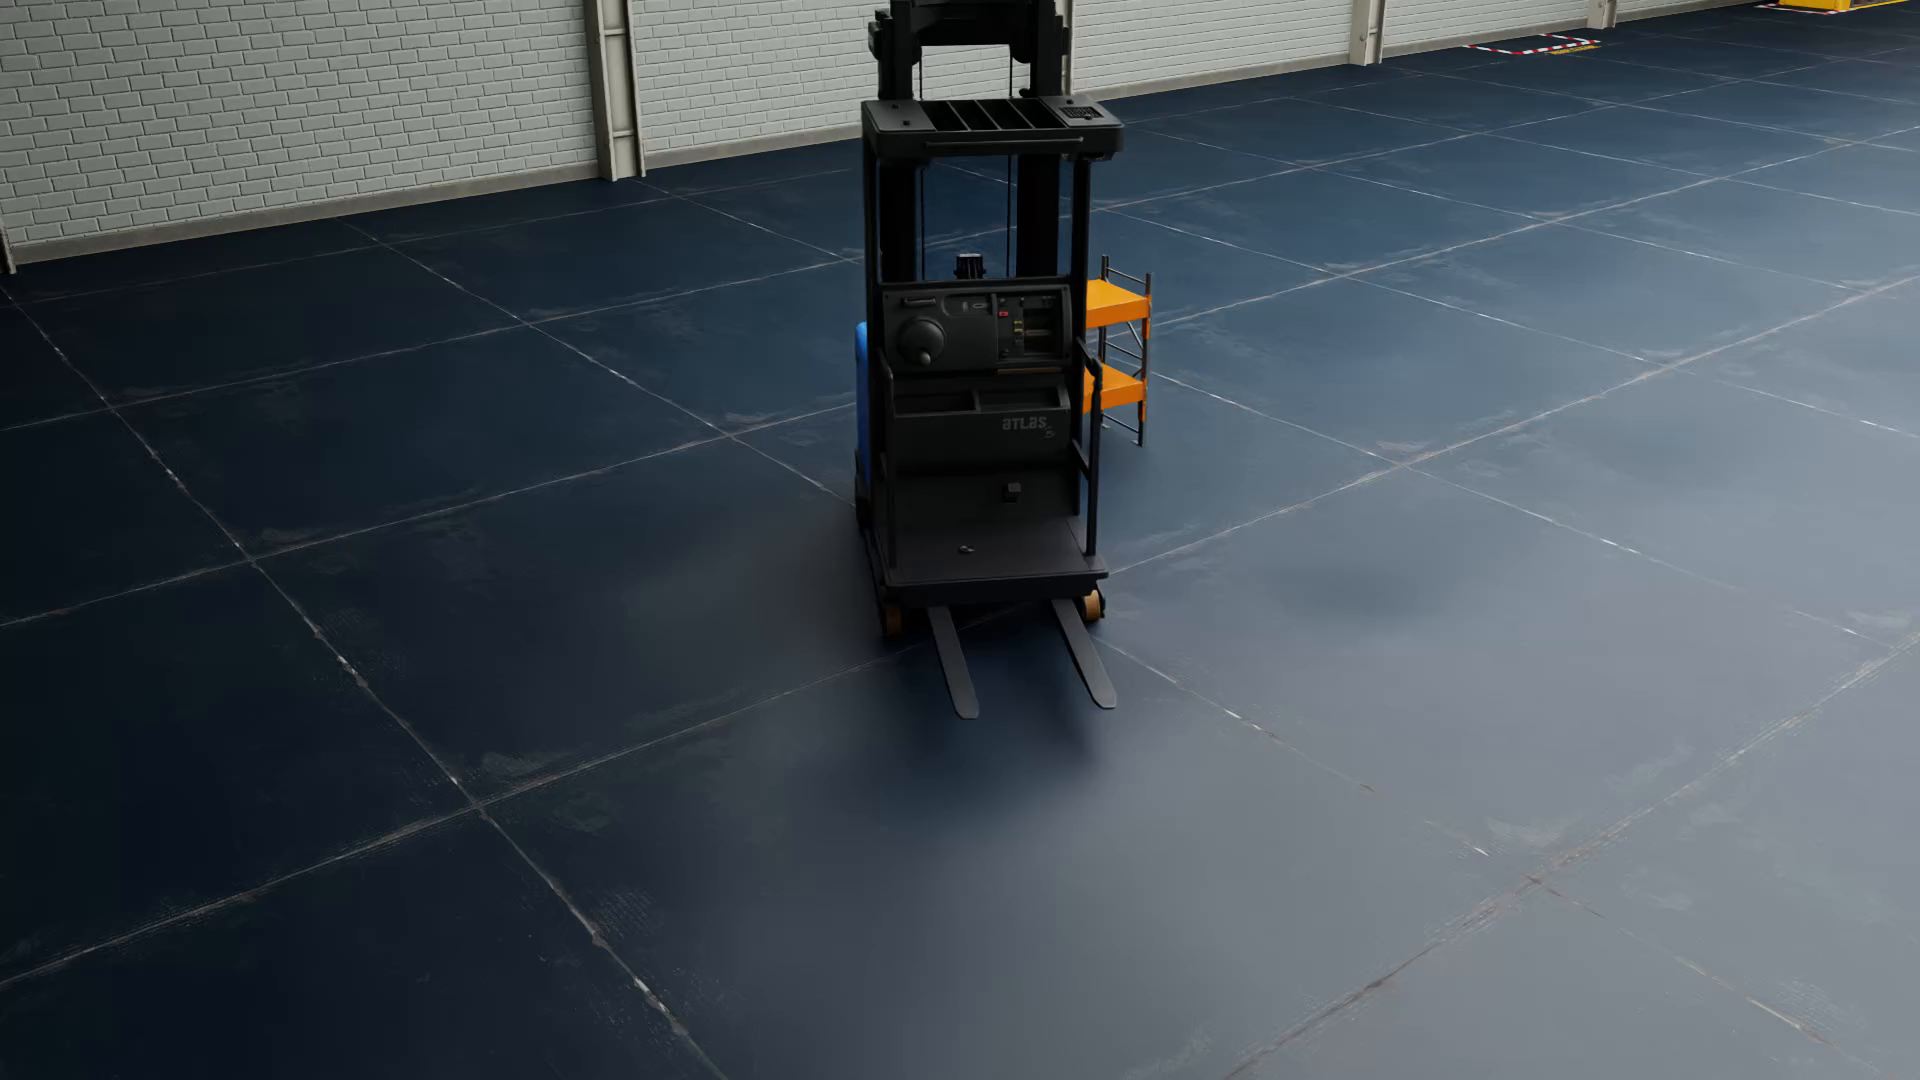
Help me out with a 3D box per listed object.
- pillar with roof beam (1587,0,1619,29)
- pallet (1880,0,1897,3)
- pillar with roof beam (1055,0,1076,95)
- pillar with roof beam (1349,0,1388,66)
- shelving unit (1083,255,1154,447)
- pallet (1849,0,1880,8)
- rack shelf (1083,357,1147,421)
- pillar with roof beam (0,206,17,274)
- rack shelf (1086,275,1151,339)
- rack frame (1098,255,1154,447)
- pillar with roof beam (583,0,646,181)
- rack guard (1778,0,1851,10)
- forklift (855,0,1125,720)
[{"bbox_3d":[13.268,-11.162,22.610,0.400,9.000,9.100,-18,31,-34],"label":"pillar with roof beam"},{"bbox_3d":[16.996,-10.226,31.033,1.213,0.211,1.003,-18,31,-34],"label":"pallet"},{"bbox_3d":[3.825,-8.044,15.894,0.400,9.000,9.100,-18,31,-34],"label":"pillar with roof beam"},{"bbox_3d":[8.547,-9.603,19.252,0.400,9.000,9.100,-18,31,-34],"label":"pillar with roof beam"},{"bbox_3d":[0.599,-1.077,10.234,1.048,1.125,0.538,-14,29,-28],"label":"shelving unit"},{"bbox_3d":[16.037,-9.911,30.354,1.213,0.211,1.003,-18,31,-34],"label":"pallet"},{"bbox_3d":[0.599,-0.855,10.337,1.000,0.278,0.538,-14,29,-28],"label":"rack shelf"},{"bbox_3d":[-5.618,-4.927,9.177,0.400,9.000,9.100,-18,31,-34],"label":"pillar with roof beam"},{"bbox_3d":[0.599,-1.342,10.111,1.000,0.278,0.538,-14,29,-28],"label":"rack shelf"},{"bbox_3d":[1.032,-1.189,10.475,0.032,1.125,0.500,-14,29,-28],"label":"rack frame"},{"bbox_3d":[-0.896,-6.486,12.535,0.400,9.000,9.100,-18,31,-34],"label":"pillar with roof beam"},{"bbox_3d":[15.376,-9.843,29.864,0.348,0.500,1.175,-18,31,-34],"label":"rack guard"},{"bbox_3d":[0.119,-1.015,7.956,1.130,2.935,3.031,-4,25,-8],"label":"forklift"}]
